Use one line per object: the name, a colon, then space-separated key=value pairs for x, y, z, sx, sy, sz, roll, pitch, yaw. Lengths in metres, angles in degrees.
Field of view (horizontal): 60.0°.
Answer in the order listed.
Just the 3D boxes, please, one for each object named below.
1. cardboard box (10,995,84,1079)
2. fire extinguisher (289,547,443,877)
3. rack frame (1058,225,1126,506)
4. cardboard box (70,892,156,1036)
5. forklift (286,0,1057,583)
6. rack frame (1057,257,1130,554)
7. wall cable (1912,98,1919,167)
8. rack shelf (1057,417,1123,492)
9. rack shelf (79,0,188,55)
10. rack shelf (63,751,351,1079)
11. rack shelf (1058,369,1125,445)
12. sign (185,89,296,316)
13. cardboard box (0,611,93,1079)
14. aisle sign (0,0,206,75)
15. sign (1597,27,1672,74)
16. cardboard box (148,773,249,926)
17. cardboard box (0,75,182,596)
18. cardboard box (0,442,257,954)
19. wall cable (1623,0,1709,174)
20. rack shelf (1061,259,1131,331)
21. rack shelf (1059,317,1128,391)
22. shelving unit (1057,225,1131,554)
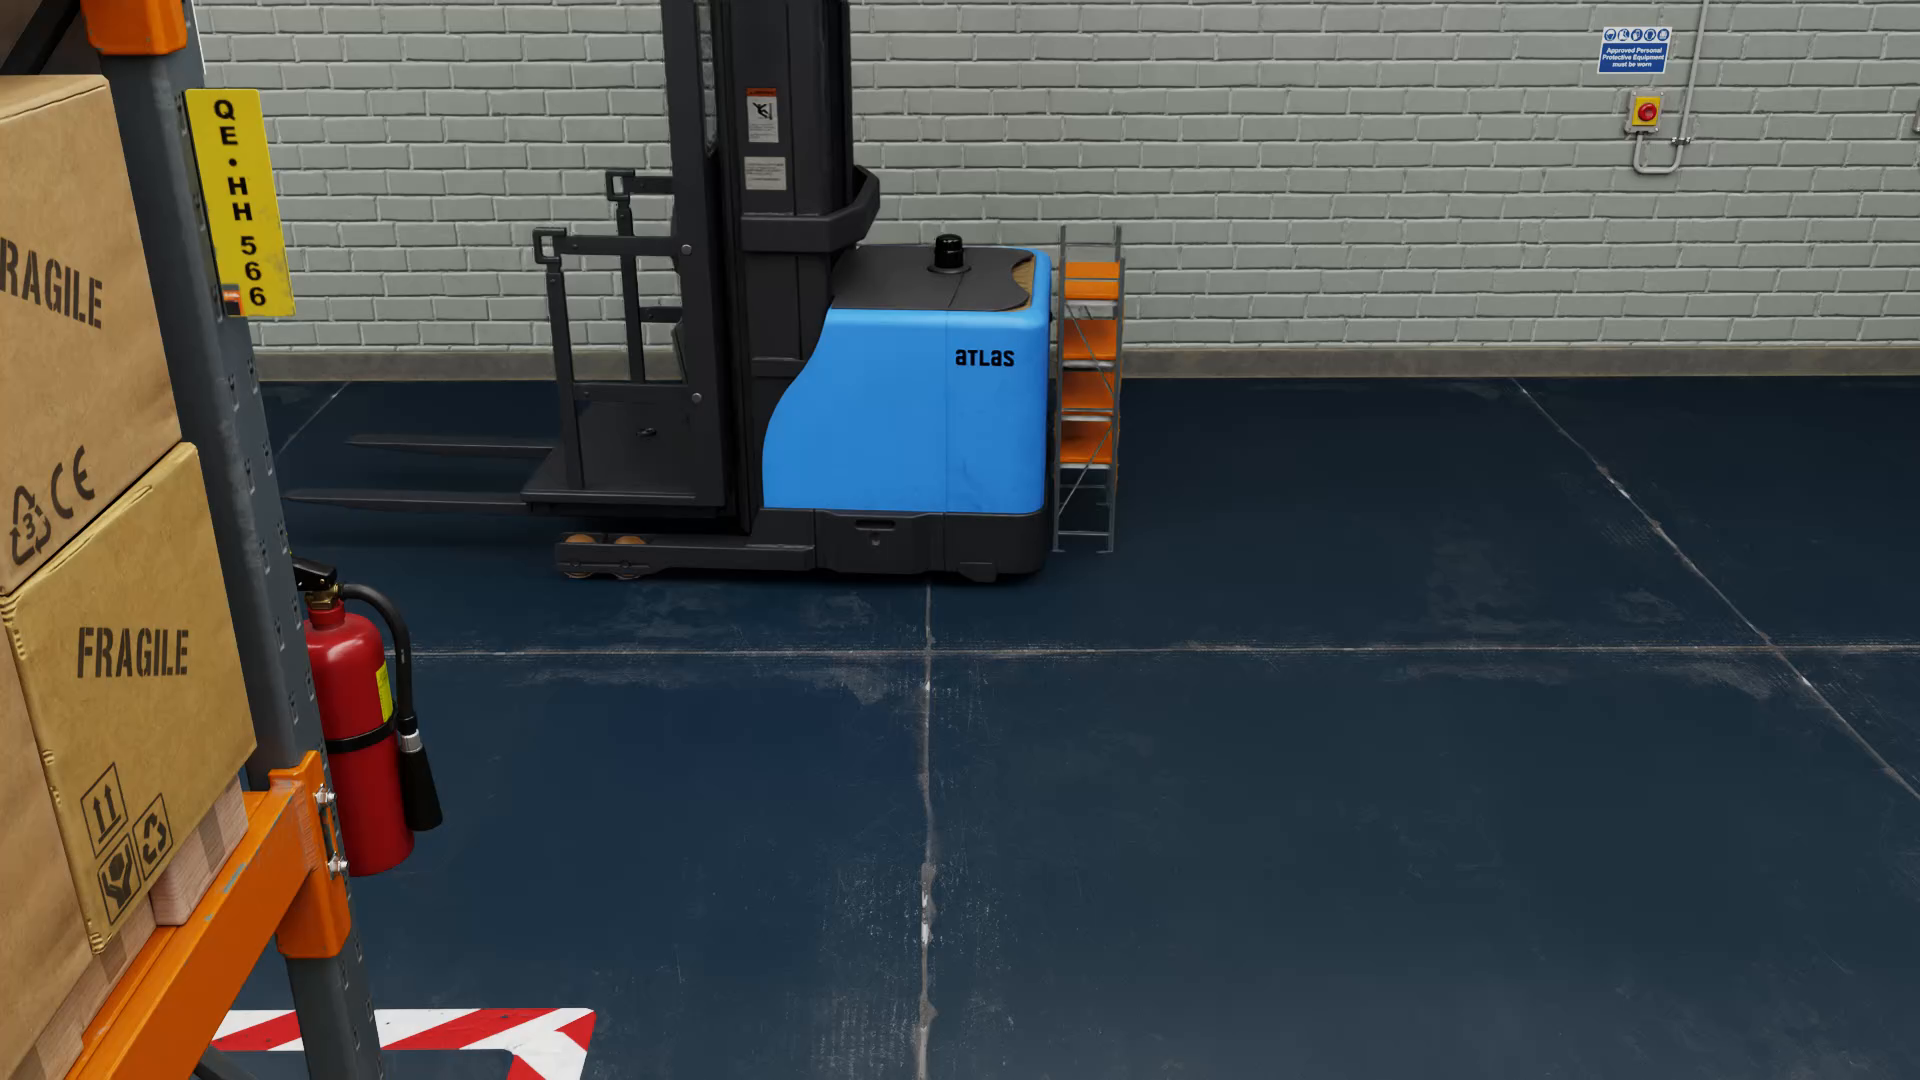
cardboard box: x=-1.313 y=0.641 z=1.997 sx=0.380 sy=0.149 sz=0.250 roll=0 pitch=24 yaw=-1
fire extinguisher: x=-1.123 y=0.287 z=3.021 sx=0.296 sy=0.674 sz=0.183 roll=0 pitch=24 yaw=-1
rack frame: x=0.536 y=-0.698 z=6.837 sx=0.240 sy=1.200 sz=0.015 roll=1 pitch=24 yaw=3
cardboard box: x=-1.330 y=0.538 z=2.225 sx=0.380 sy=0.149 sz=0.250 roll=0 pitch=24 yaw=-1
forklift: x=-1.139 y=-1.396 z=6.280 sx=3.031 sy=2.935 sz=1.130 roll=2 pitch=24 yaw=4
rack frame: x=0.508 y=-0.497 z=6.393 sx=0.240 sy=1.200 sz=0.015 roll=1 pitch=24 yaw=3
wall cable: x=4.700 y=-2.674 z=7.788 sx=0.588 sy=1.984 sz=0.122 roll=0 pitch=24 yaw=-1
rack shelf: x=0.522 y=-0.355 z=6.725 sx=0.258 sy=0.148 sz=0.480 roll=1 pitch=24 yaw=3
rack shelf: x=-1.560 y=-0.027 z=0.403 sx=1.077 sy=0.370 sz=4.000 roll=0 pitch=24 yaw=-1
rack shelf: x=-1.560 y=1.340 z=1.021 sx=1.077 sy=0.370 sz=4.000 roll=0 pitch=24 yaw=-1
rack shelf: x=0.522 y=-0.536 z=6.643 sx=0.258 sy=0.148 sz=0.480 roll=1 pitch=24 yaw=3
sign: x=-1.027 y=-0.478 z=2.378 sx=0.100 sy=0.325 sz=0.005 roll=0 pitch=24 yaw=-1
cardboard box: x=-1.319 y=0.403 z=1.737 sx=0.500 sy=0.500 sz=0.500 roll=-1 pitch=24 yaw=-1
aisle sign: x=-1.282 y=-1.028 z=2.228 sx=0.394 sy=0.787 sz=0.004 roll=0 pitch=24 yaw=-1
sign: x=3.233 y=-2.348 z=7.973 sx=0.327 sy=0.218 sz=0.001 roll=0 pitch=24 yaw=-1
cardboard box: x=-1.296 y=0.435 z=2.452 sx=0.380 sy=0.149 sz=0.250 roll=0 pitch=24 yaw=0
cardboard box: x=-1.328 y=-0.261 z=1.992 sx=0.500 sy=0.500 sz=0.500 roll=-1 pitch=24 yaw=-2
cardboard box: x=-1.319 y=0.191 z=2.206 sx=0.500 sy=0.500 sz=0.500 roll=0 pitch=24 yaw=1
wall cable: x=3.282 y=-2.677 z=7.757 sx=0.585 sy=1.953 sz=0.123 roll=0 pitch=24 yaw=-1
rack shelf: x=0.522 y=-0.956 z=6.453 sx=0.258 sy=0.148 sz=0.480 roll=1 pitch=24 yaw=3
rack shelf: x=0.522 y=-0.740 z=6.551 sx=0.258 sy=0.148 sz=0.480 roll=1 pitch=24 yaw=3
shelving unit: x=0.522 y=-0.598 z=6.615 sx=0.258 sy=1.200 sz=0.503 roll=1 pitch=24 yaw=3
